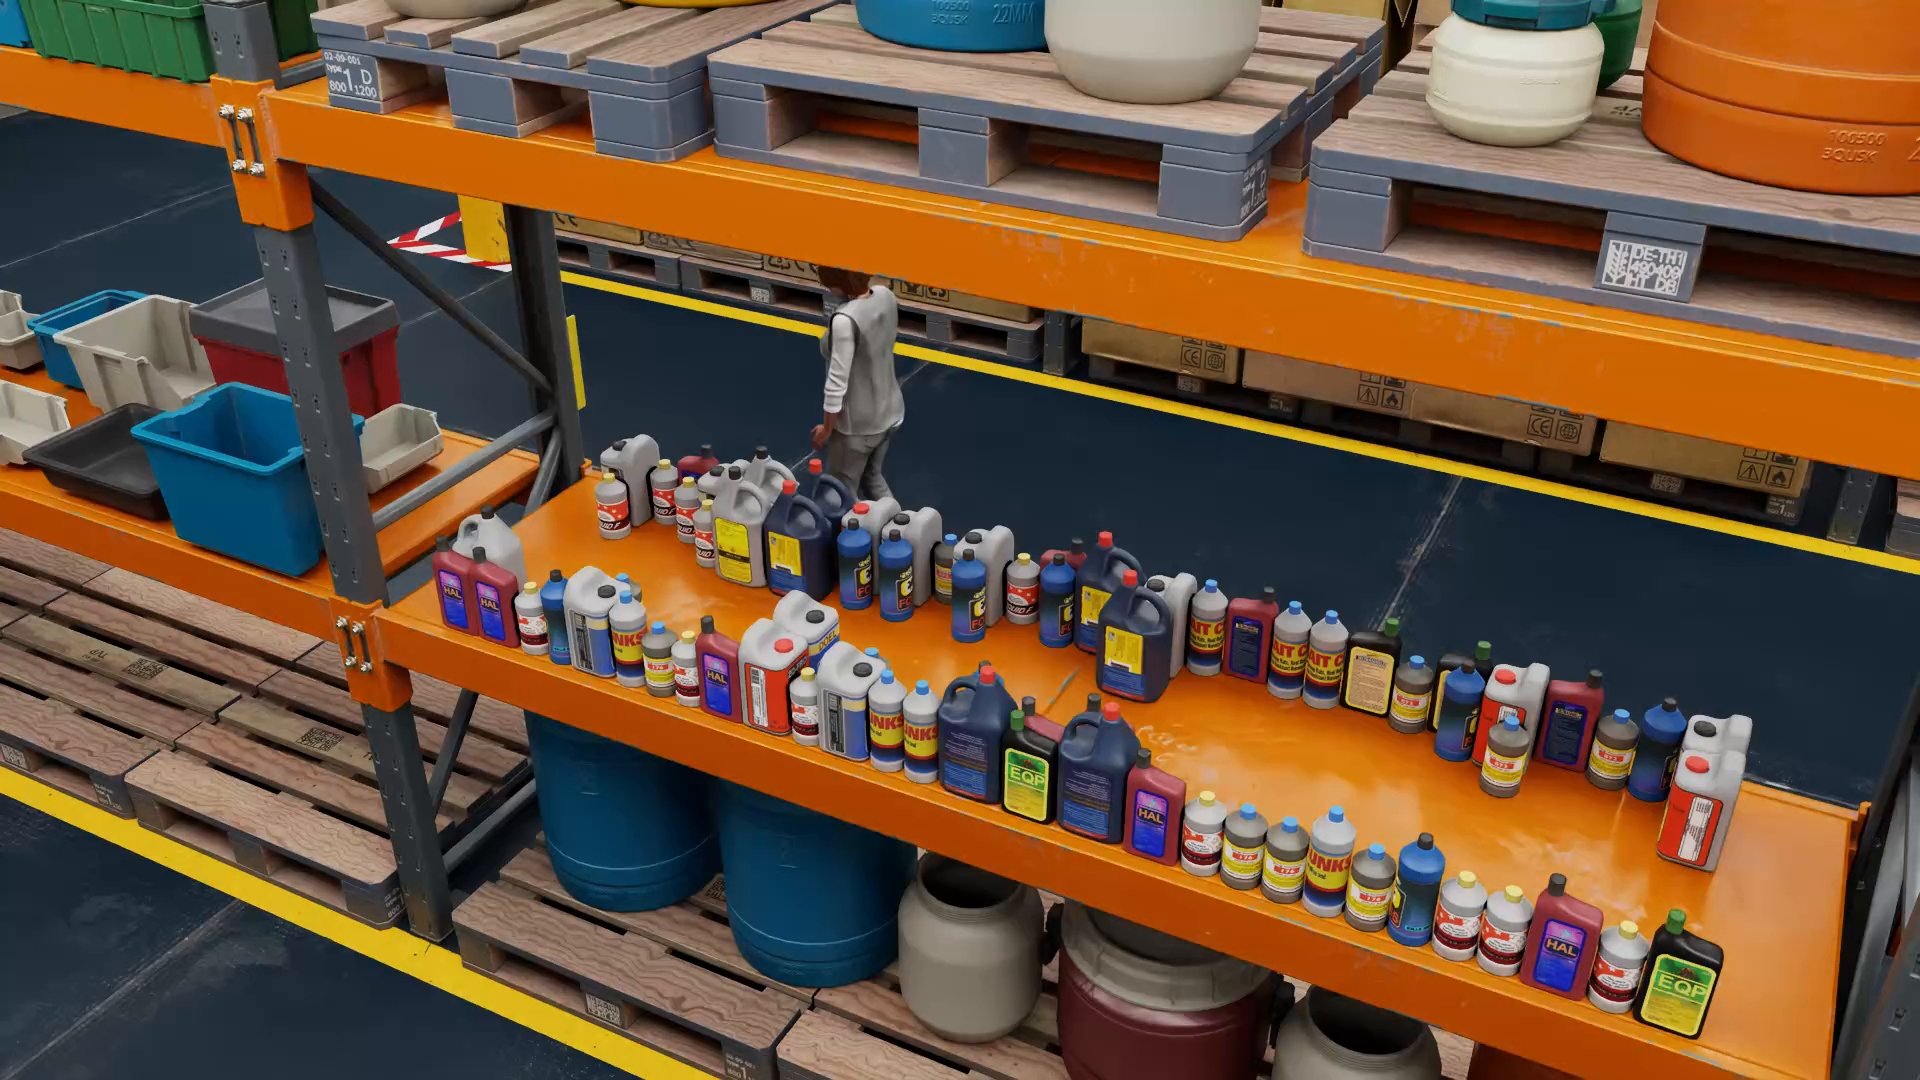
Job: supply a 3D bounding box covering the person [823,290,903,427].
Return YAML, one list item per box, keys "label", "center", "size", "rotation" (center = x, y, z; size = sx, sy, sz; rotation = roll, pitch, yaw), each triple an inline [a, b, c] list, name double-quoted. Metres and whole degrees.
- label: "person"
  center: [-0.410, -0.732, 6.858]
  size: [0.280, 0.565, 0.415]
  rotation: [15, 34, 24]
